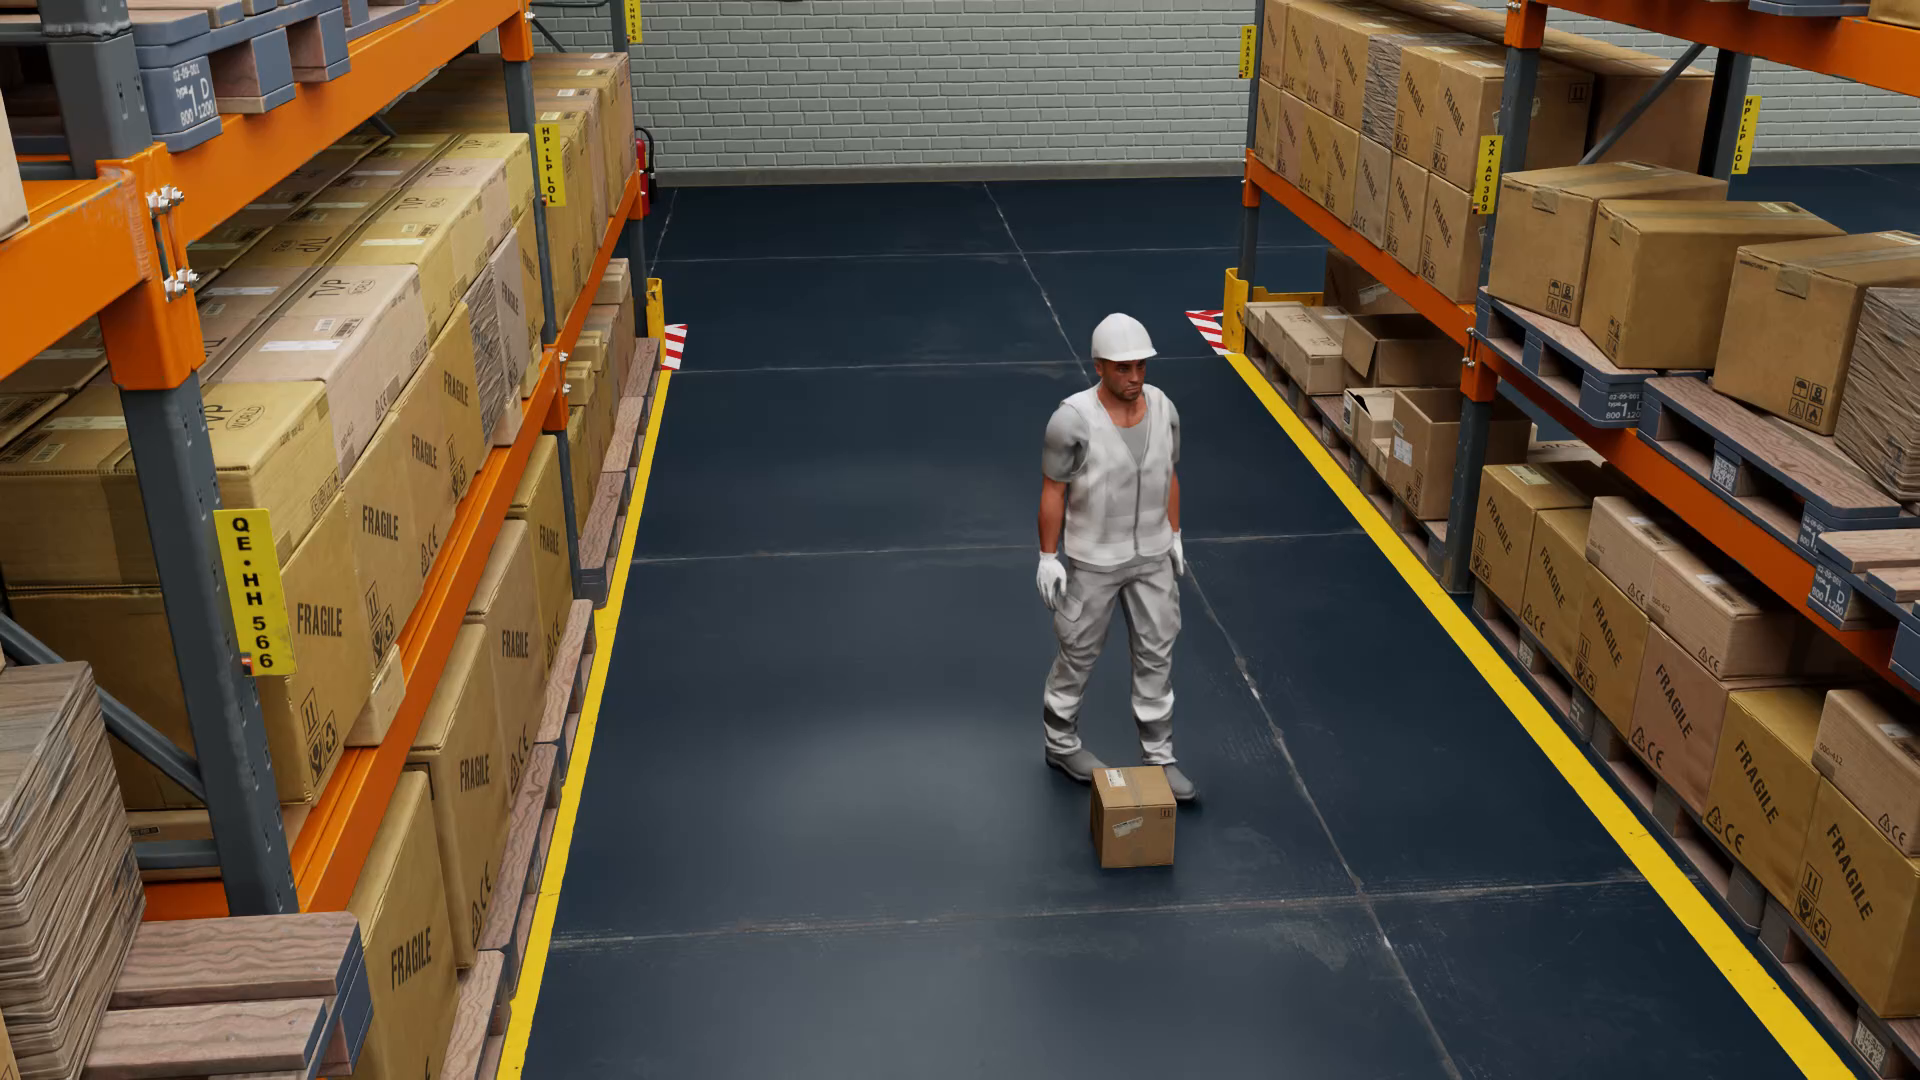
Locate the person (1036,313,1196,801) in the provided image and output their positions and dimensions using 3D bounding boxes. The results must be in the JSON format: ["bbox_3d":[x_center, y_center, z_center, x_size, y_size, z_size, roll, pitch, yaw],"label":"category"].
[{"bbox_3d":[0.580,0.087,5.857,0.569,1.789,0.559,-10,25,-21],"label":"person"}]
